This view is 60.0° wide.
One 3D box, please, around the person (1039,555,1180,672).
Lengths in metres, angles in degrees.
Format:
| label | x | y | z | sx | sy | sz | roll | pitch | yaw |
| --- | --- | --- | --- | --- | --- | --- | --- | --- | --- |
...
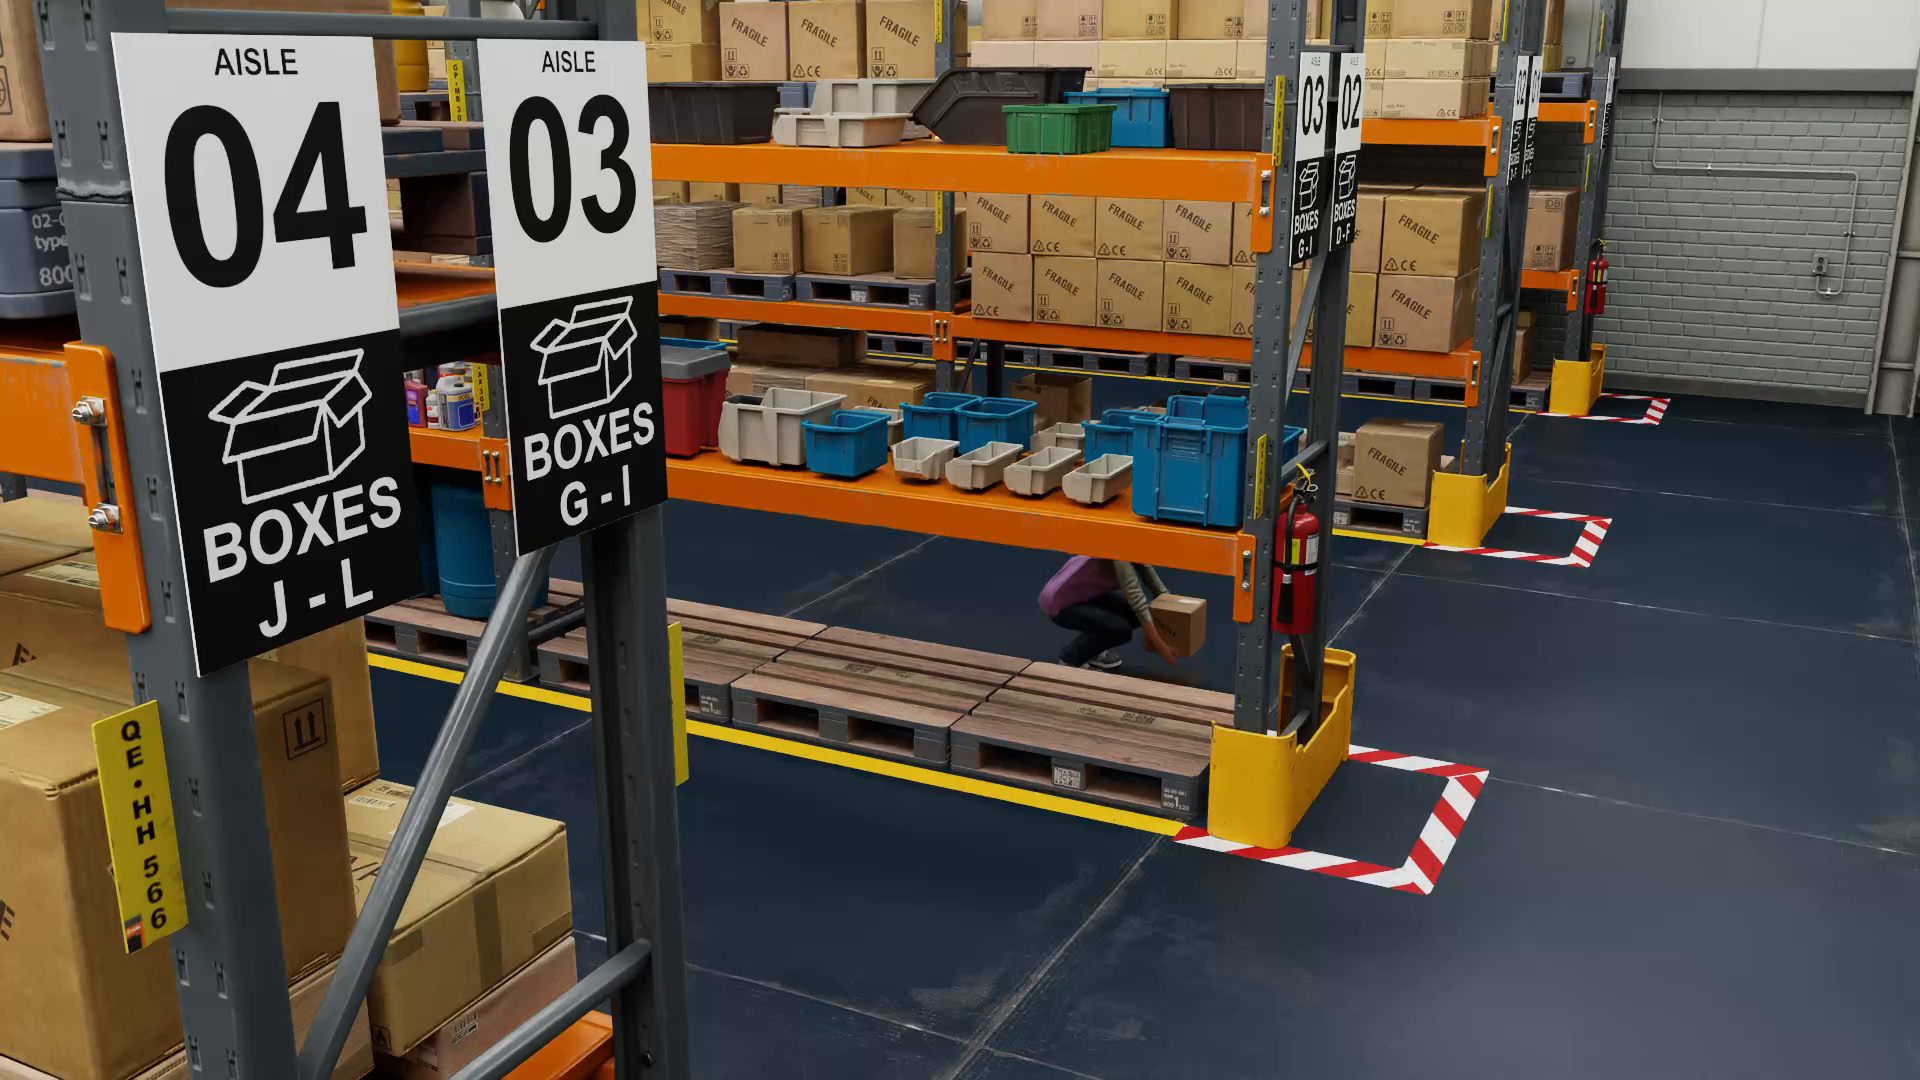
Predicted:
| label | x | y | z | sx | sy | sz | roll | pitch | yaw |
| --- | --- | --- | --- | --- | --- | --- | --- | --- | --- |
| person | 0.828 | 0.298 | 8.815 | 0.828 | 0.889 | 0.430 | 8 | 18 | 24 |
